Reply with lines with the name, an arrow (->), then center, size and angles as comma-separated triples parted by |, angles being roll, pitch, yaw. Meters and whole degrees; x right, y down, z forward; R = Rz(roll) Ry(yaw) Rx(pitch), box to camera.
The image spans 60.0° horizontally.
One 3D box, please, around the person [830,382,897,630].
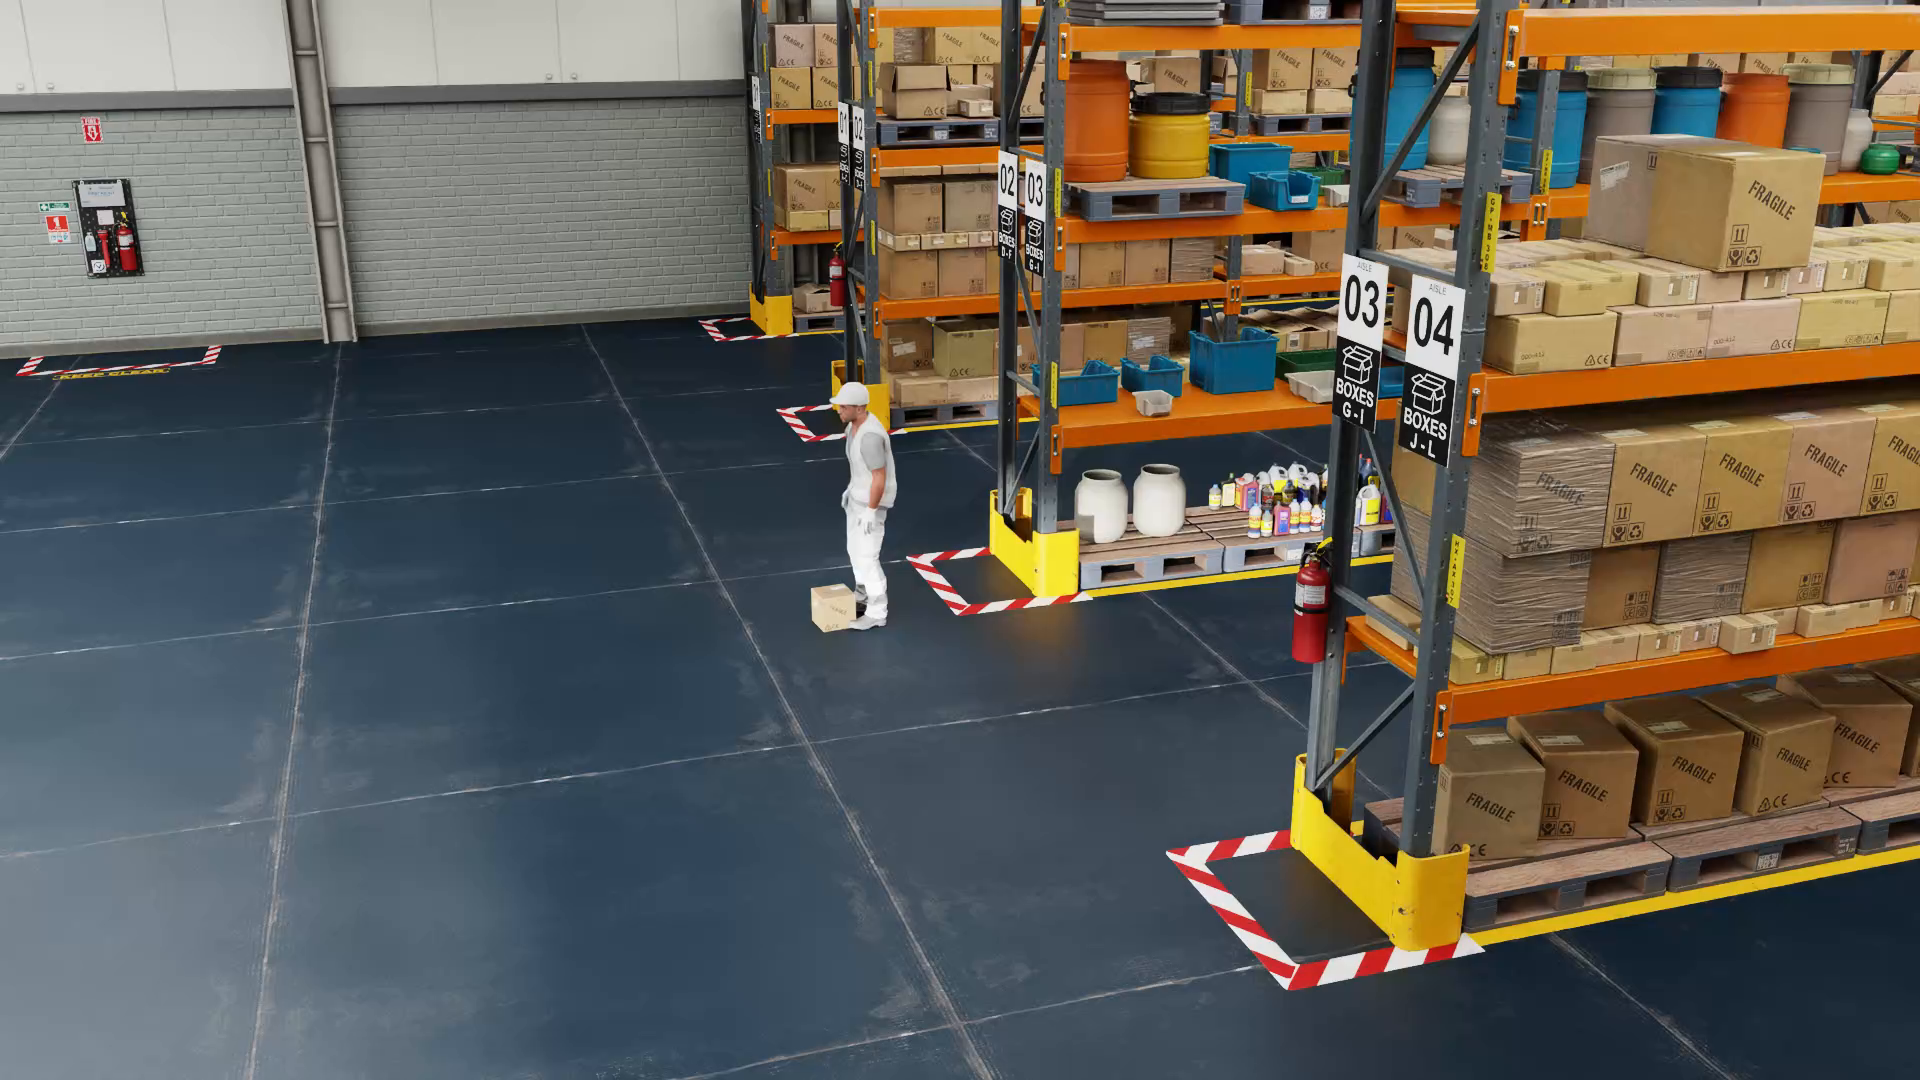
person -> -0.690, -0.258, 11.790 | 0.448, 1.779, 0.609 | -6, 20, -17
